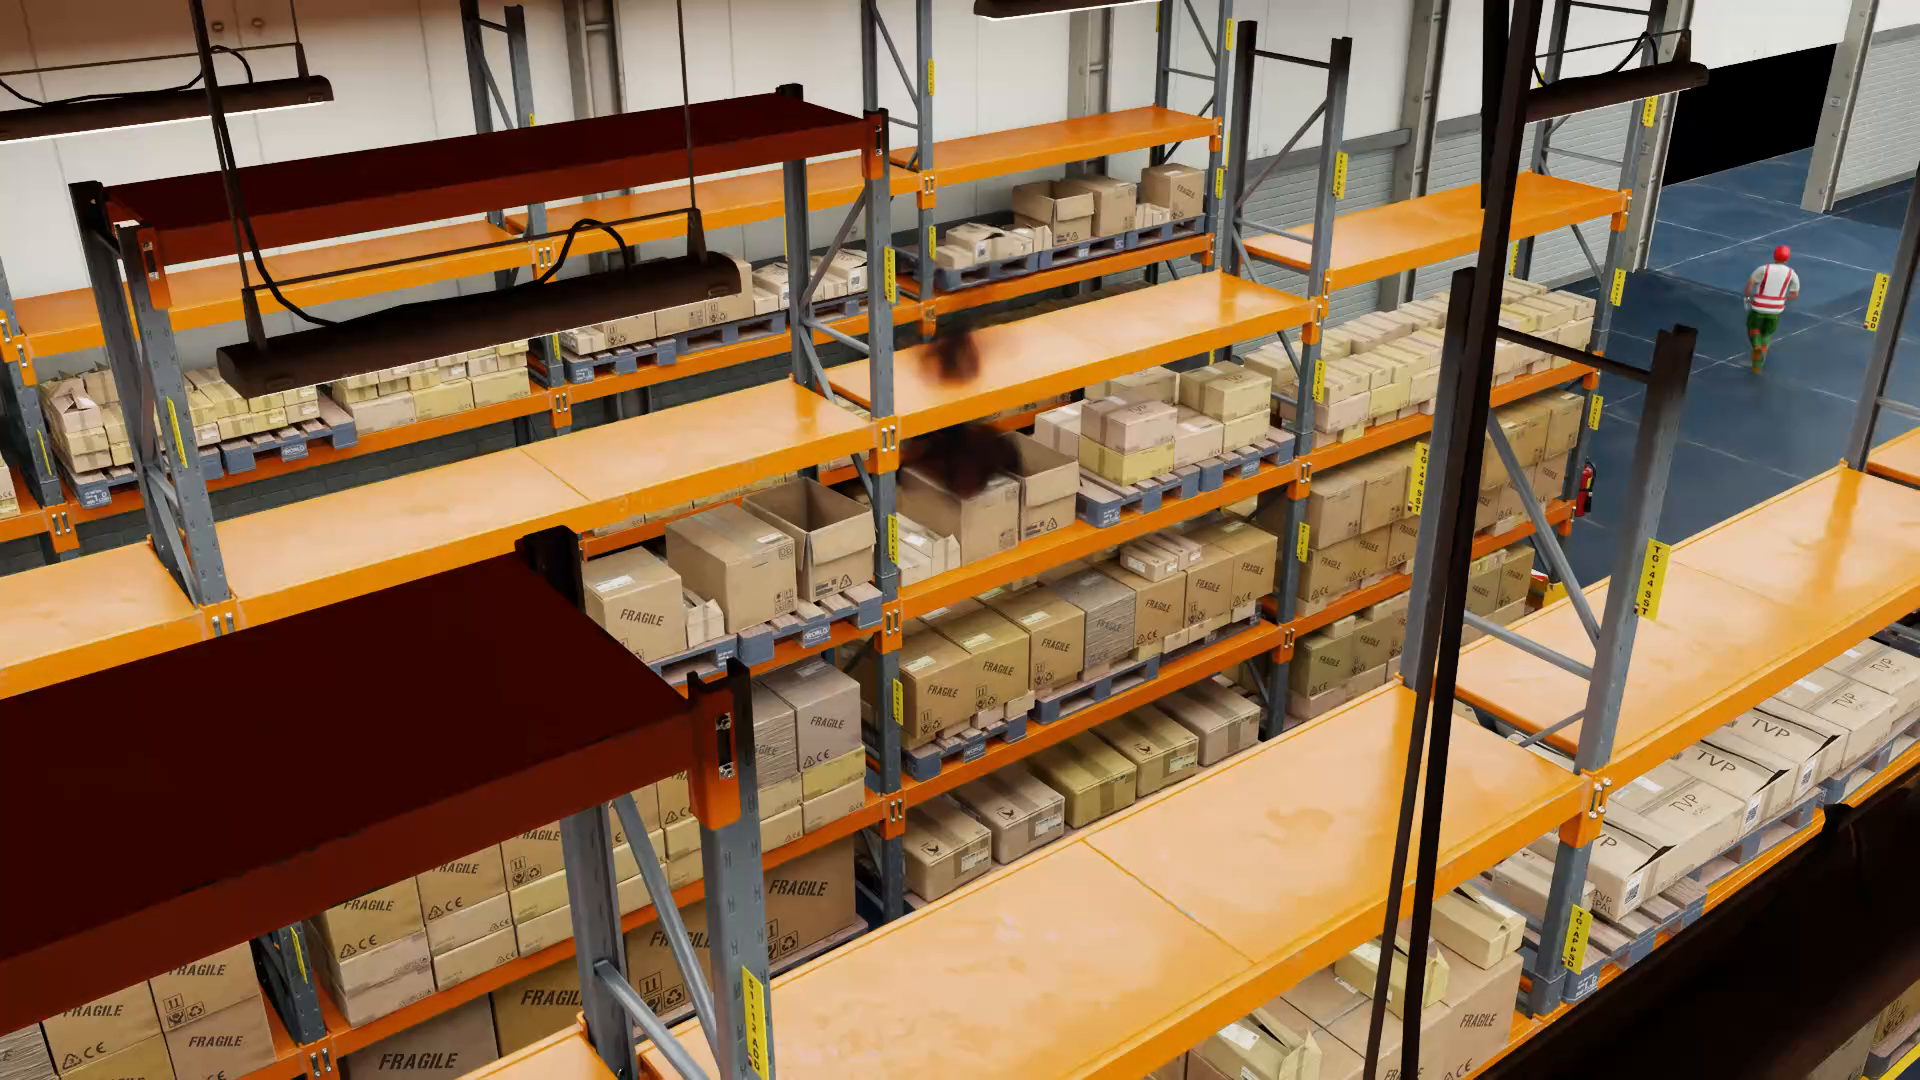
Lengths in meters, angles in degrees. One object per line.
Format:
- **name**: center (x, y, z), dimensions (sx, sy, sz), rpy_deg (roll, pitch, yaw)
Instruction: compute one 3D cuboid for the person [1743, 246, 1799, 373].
- **person**: center (10.942, -3.141, 22.552), dimensions (0.677, 1.741, 0.668), rpy_deg (9, 28, 18)
